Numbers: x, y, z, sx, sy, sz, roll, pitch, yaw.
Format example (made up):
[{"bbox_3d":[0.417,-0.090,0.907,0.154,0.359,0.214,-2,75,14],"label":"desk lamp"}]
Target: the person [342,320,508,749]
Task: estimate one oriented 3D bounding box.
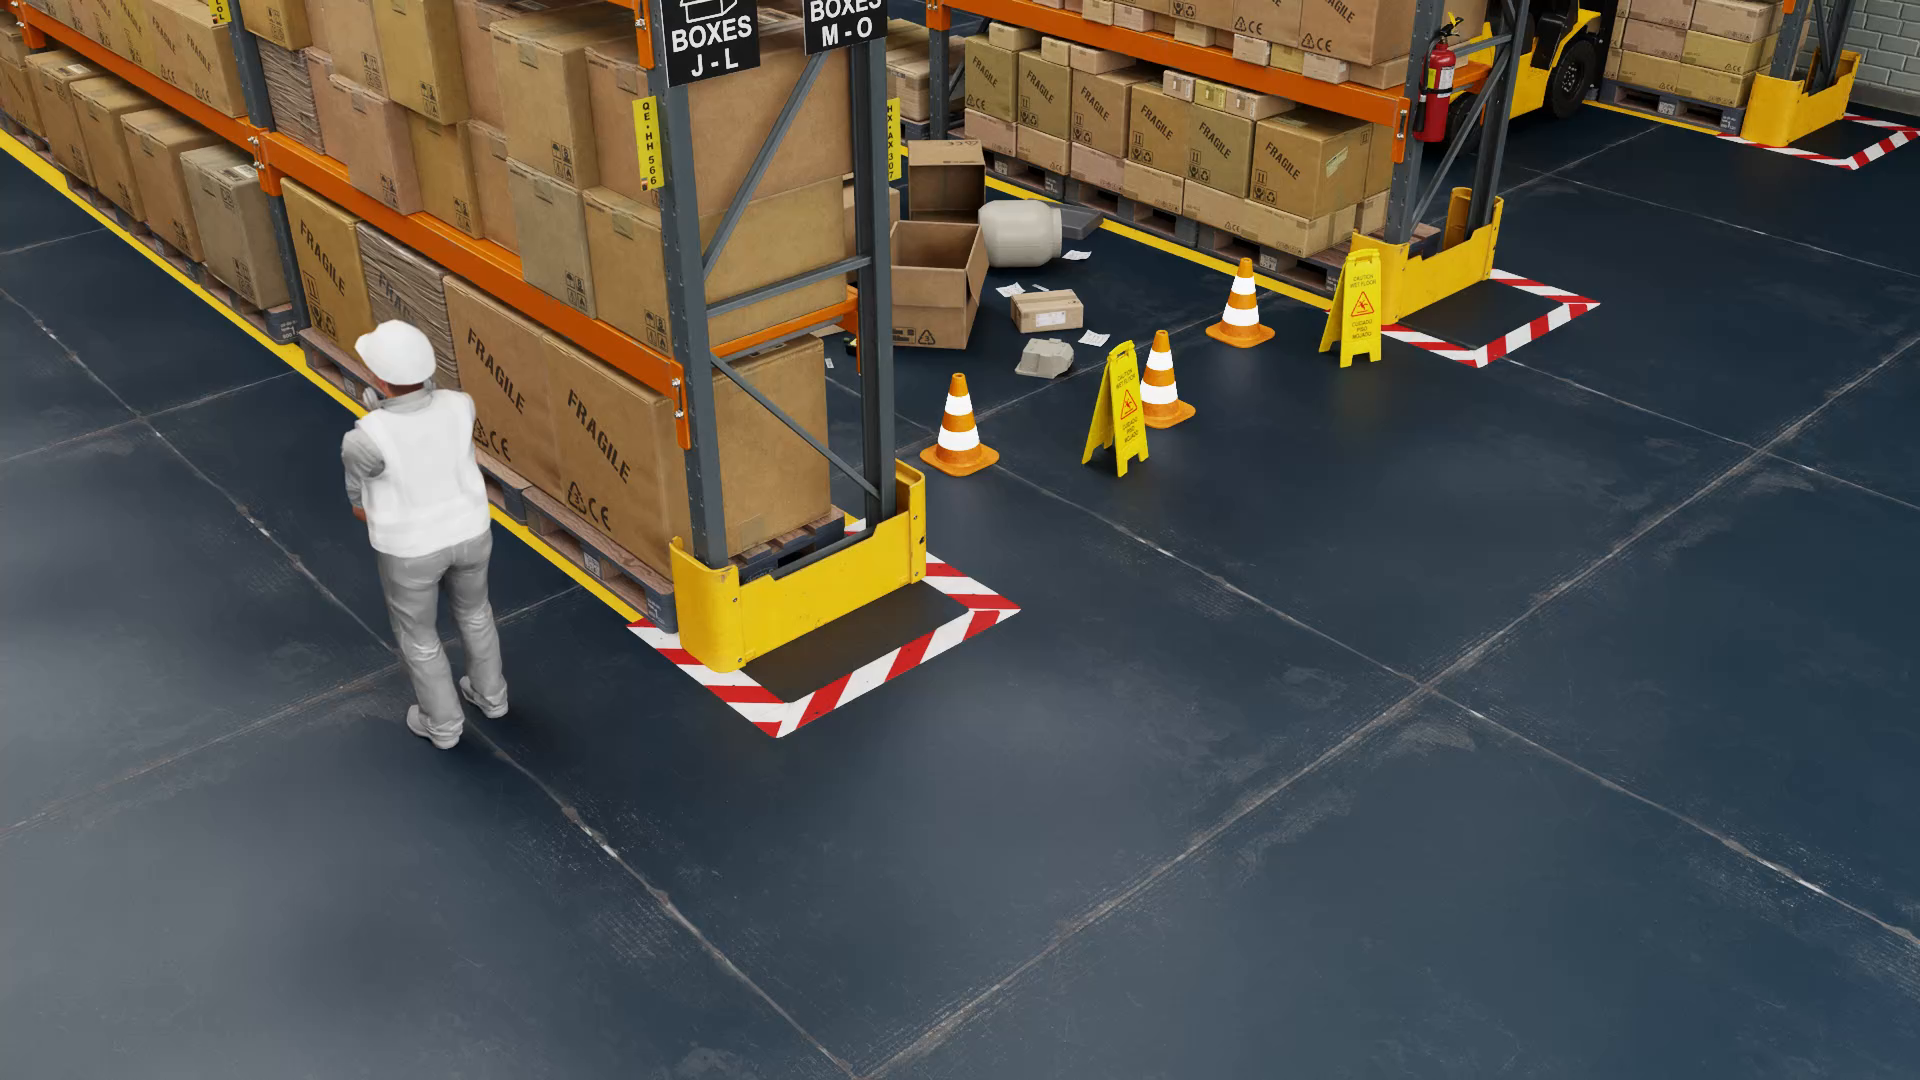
[{"bbox_3d":[-2.023,-0.049,6.198,0.494,1.762,0.553,-25,40,-35],"label":"person"}]
